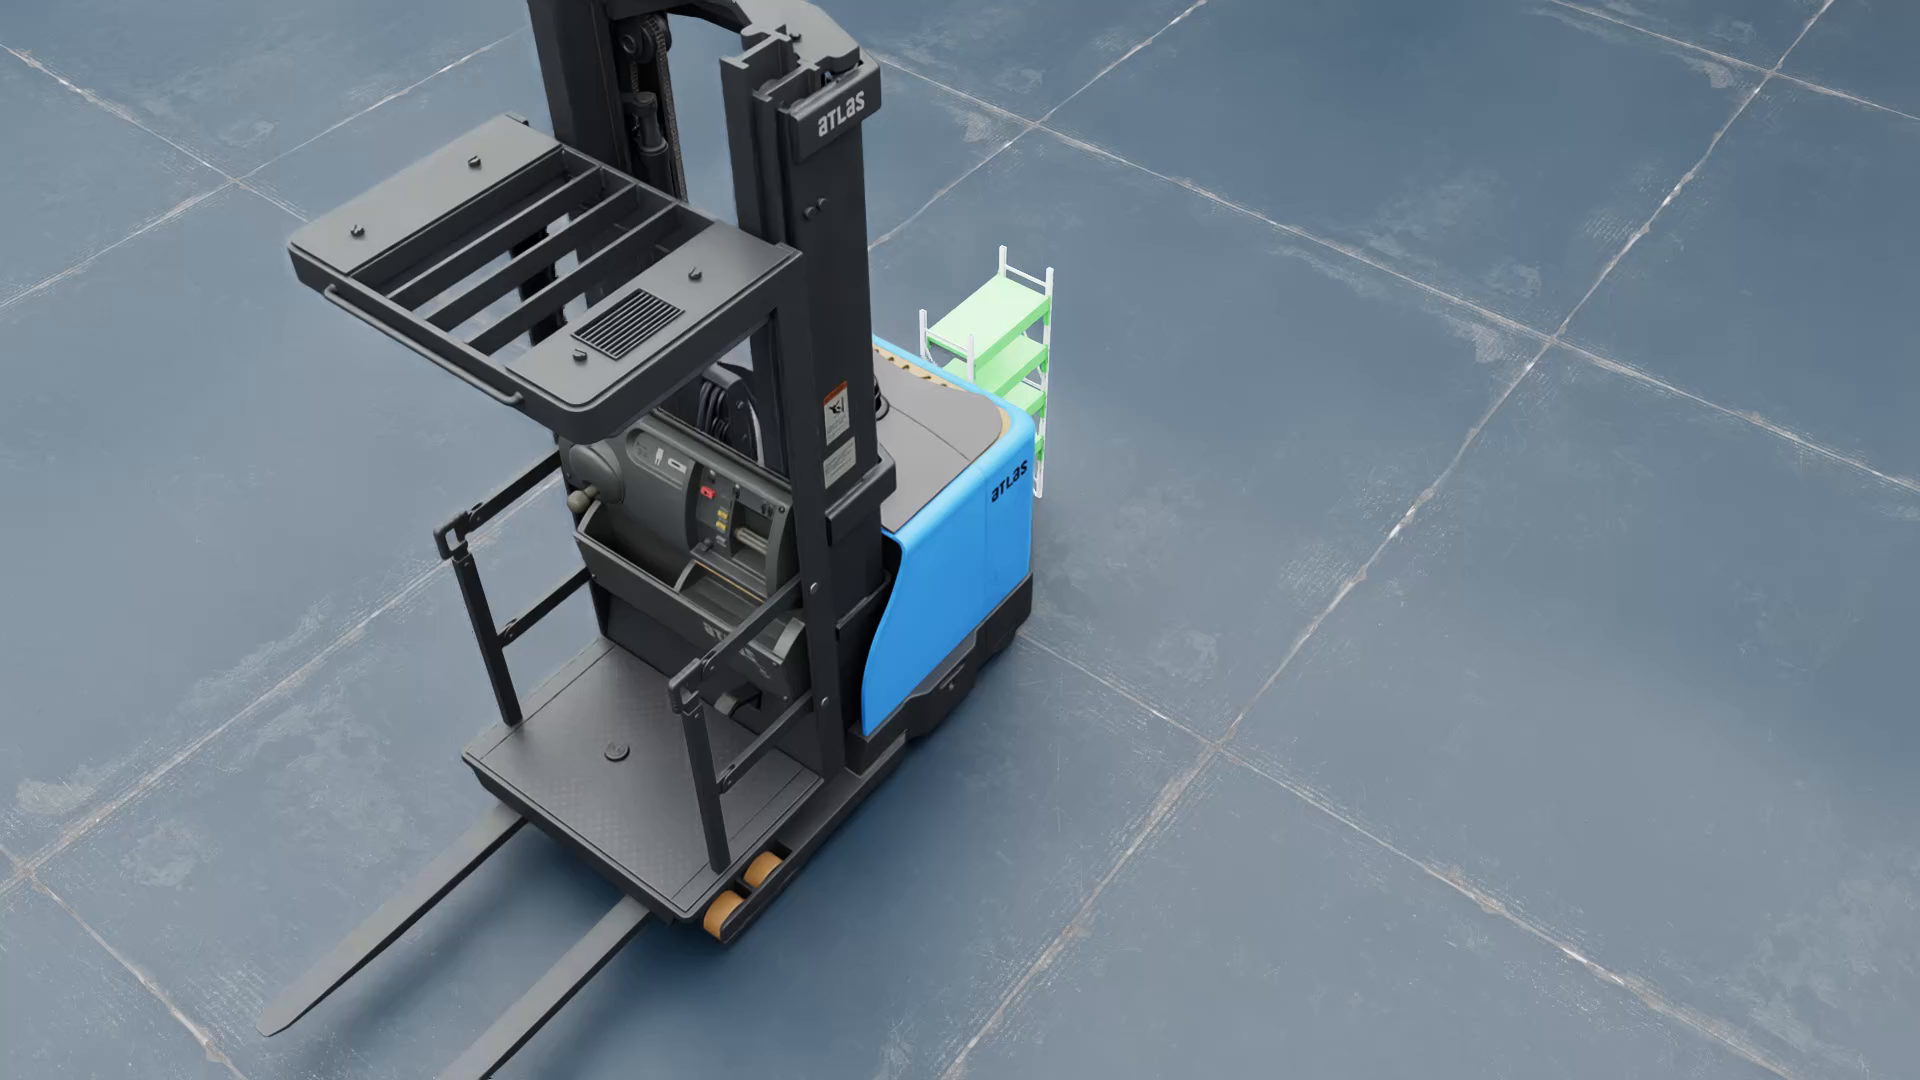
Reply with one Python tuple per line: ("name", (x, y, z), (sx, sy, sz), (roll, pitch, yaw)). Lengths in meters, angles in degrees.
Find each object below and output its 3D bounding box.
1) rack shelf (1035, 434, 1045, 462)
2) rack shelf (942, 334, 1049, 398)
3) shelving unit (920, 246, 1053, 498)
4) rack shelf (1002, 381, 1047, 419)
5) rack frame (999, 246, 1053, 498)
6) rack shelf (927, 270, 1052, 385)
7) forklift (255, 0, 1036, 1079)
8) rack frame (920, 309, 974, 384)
("rack shelf", (0.101, -0.299, 6.791), (0.258, 0.148, 0.480), (29, 53, 25))
("rack shelf", (0.101, -0.631, 6.444), (0.258, 0.148, 0.480), (29, 53, 25))
("shelving unit", (0.101, -0.509, 6.571), (0.258, 1.200, 0.503), (29, 53, 25))
("rack shelf", (0.101, -0.465, 6.618), (0.258, 0.148, 0.480), (29, 53, 25))
("rack frame", (0.250, -0.649, 6.705), (0.240, 1.200, 0.015), (29, 53, 25))
("rack shelf", (0.101, -0.797, 6.270), (0.258, 0.148, 0.480), (29, 53, 25))
("forklift", (-1.009, -0.071, 4.956), (1.130, 2.935, 3.031), (29, 53, 25))
("rack frame", (-0.048, -0.370, 6.438), (0.240, 1.200, 0.015), (29, 53, 25))
